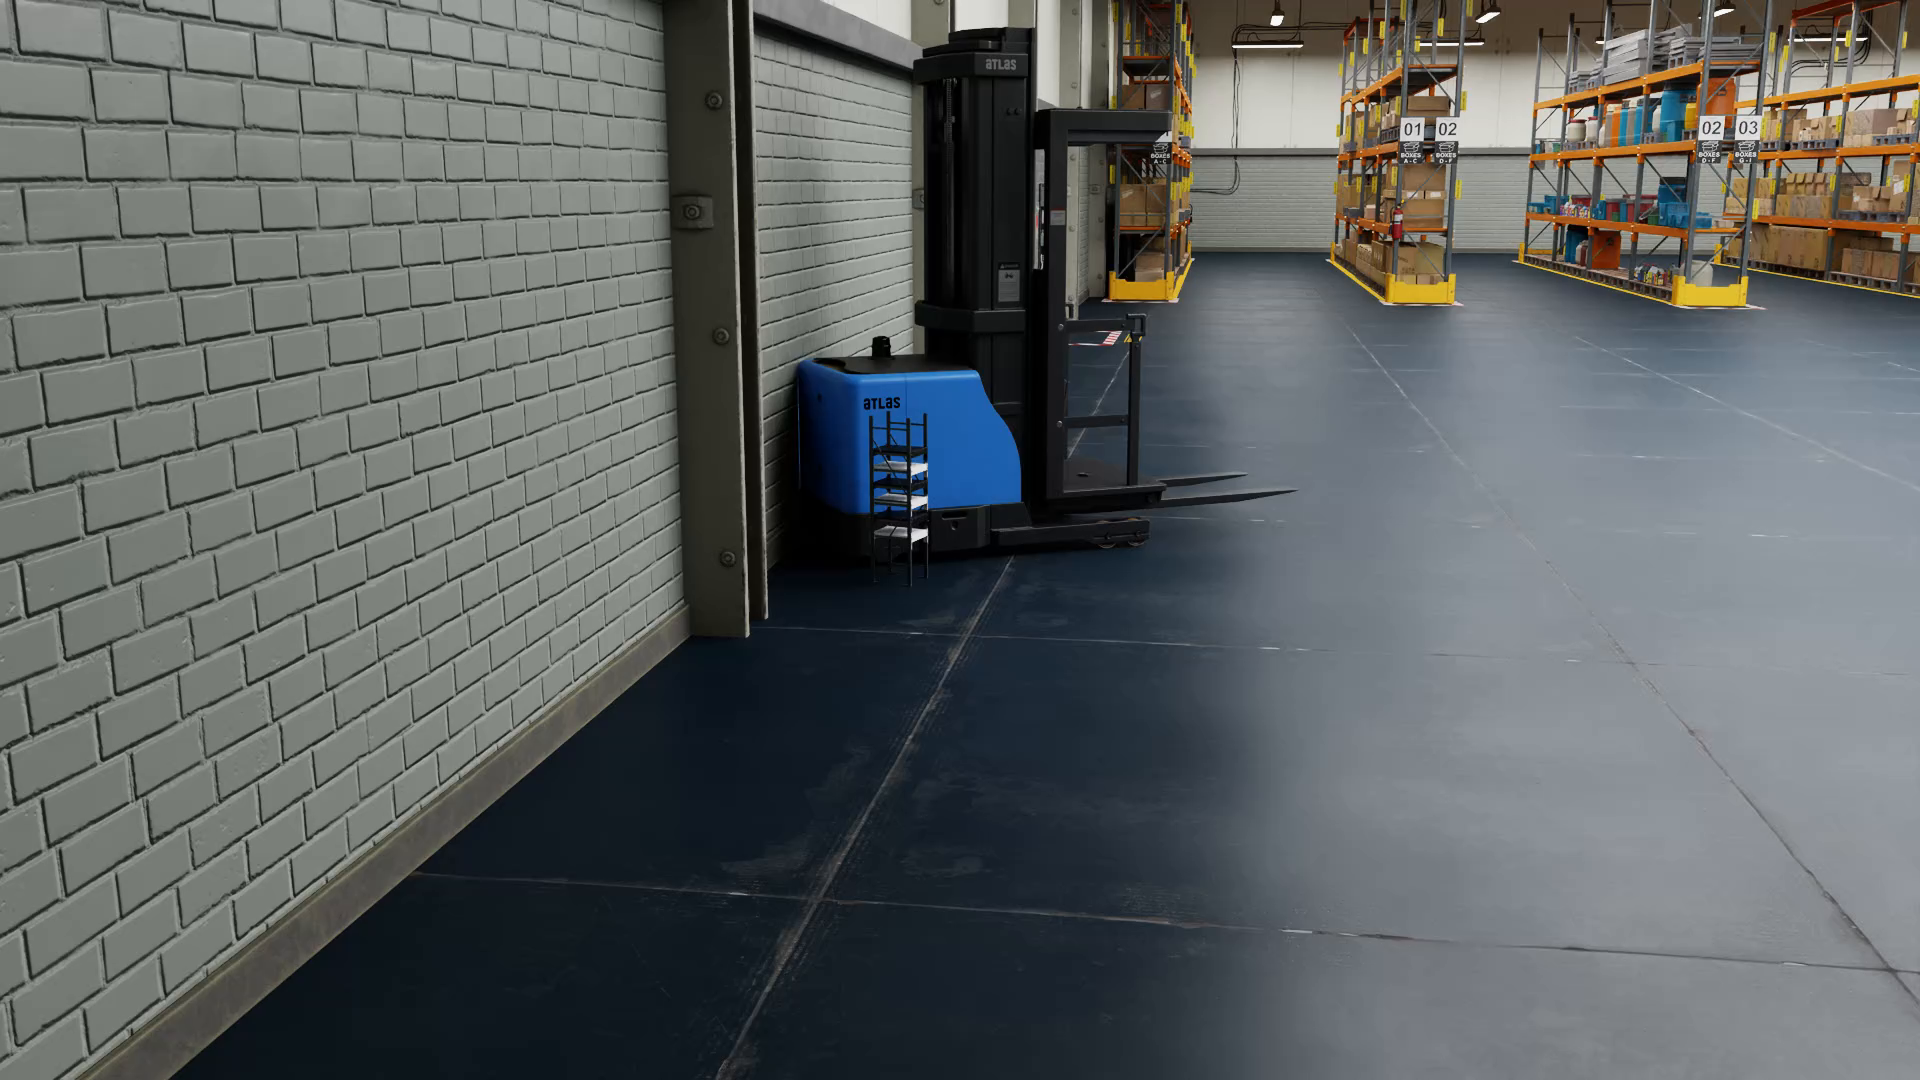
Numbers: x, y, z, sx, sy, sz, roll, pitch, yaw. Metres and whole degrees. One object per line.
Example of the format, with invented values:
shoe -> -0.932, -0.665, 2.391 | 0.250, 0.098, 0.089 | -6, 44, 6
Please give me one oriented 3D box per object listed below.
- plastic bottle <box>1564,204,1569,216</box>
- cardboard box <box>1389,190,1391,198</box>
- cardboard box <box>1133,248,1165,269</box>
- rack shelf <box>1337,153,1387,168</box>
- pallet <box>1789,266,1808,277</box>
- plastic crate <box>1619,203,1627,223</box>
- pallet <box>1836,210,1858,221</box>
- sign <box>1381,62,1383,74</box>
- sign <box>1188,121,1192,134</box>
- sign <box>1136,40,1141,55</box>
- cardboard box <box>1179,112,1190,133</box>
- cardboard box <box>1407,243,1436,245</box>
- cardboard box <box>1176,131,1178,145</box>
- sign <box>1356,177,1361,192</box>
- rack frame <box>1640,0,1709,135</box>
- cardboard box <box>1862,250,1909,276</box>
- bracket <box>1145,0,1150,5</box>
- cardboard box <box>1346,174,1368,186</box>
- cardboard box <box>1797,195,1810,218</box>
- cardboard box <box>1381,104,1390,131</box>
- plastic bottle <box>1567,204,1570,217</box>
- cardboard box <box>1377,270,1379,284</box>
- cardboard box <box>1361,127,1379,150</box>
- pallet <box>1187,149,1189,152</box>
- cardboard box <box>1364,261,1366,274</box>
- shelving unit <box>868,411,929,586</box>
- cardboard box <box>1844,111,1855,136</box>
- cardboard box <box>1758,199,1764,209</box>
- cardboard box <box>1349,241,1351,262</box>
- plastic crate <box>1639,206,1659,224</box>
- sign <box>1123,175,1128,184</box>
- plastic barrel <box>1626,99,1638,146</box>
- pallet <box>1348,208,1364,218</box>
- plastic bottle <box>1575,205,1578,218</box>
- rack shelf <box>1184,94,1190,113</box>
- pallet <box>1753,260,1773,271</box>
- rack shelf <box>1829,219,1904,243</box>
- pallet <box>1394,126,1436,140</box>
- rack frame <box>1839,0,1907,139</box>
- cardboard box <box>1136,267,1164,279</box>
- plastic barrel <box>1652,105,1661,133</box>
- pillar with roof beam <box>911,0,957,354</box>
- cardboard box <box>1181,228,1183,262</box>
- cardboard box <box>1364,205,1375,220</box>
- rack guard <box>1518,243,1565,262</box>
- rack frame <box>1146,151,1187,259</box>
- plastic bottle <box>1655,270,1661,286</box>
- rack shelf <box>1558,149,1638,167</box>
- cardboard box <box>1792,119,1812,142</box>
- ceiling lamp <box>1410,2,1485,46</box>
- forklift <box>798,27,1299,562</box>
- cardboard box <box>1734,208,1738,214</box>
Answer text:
plastic bottle -> 14.438, -7.830, 39.499 | 0.152, 0.276, 0.135 | 2, 12, 9
cardboard box -> 8.391, -6.594, 31.695 | 0.380, 0.149, 0.250 | 2, 12, 7
cardboard box -> 4.049, -5.962, 35.428 | 0.700, 0.500, 0.500 | 2, 12, 8
rack shelf -> 10.355, -9.743, 42.669 | 1.077, 0.370, 4.000 | 2, 12, 9
pallet -> 19.606, -6.109, 37.839 | 1.003, 0.211, 1.213 | 2, 12, 9
plastic crate -> 13.574, -6.617, 33.615 | 0.392, 0.384, 0.575 | 2, 12, 9
pallet -> 19.216, -6.812, 34.936 | 1.213, 0.211, 1.003 | 2, 12, 9
sign -> 11.208, -12.489, 43.991 | 0.100, 0.325, 0.005 | 2, 12, 9
sign -> 5.690, -10.229, 41.242 | 0.100, 0.325, 0.005 | 2, 12, 9
sign -> 3.988, -11.023, 37.187 | 0.100, 0.325, 0.005 | 2, 12, 9
cardboard box -> 5.539, -10.525, 41.931 | 0.500, 0.500, 0.500 | 2, 12, 8
cardboard box -> 8.738, -5.358, 31.485 | 0.500, 0.500, 0.500 | 2, 12, 9
cardboard box -> 3.951, -7.897, 32.110 | 0.500, 0.500, 0.500 | 1, 12, 6
sign -> 8.895, -7.922, 37.072 | 0.100, 0.325, 0.005 | 2, 12, 9
rack frame -> 13.711, -9.318, 31.869 | 1.000, 3.000, 0.127 | 2, 12, 9
cardboard box -> 18.984, -5.676, 34.101 | 0.700, 0.500, 0.500 | 3, 13, 13
bracket -> 4.294, -12.600, 38.554 | 0.076, 0.066, 4.783 | 2, 12, 9
cardboard box -> 9.870, -8.863, 41.389 | 0.500, 0.500, 0.500 | 2, 12, 9
cardboard box -> 19.290, -7.535, 37.598 | 0.500, 0.500, 0.500 | 2, 12, 10
cardboard box -> 8.479, -8.239, 32.417 | 0.500, 0.500, 0.500 | 3, 13, 13
plastic bottle -> 14.327, -7.746, 39.093 | 0.061, 0.283, 0.133 | 2, 12, 9
cardboard box -> 8.212, -5.009, 31.644 | 0.500, 0.250, 0.500 | 2, 12, 9
cardboard box -> 9.466, -8.986, 37.213 | 0.910, 0.500, 0.500 | 2, 12, 9
pallet -> 5.289, -9.964, 42.200 | 1.003, 0.211, 1.213 | 2, 12, 9
cardboard box -> 8.753, -5.715, 34.922 | 0.500, 0.250, 0.500 | 2, 12, 10
shelving unit -> -0.327, -0.224, 8.895 | 0.258, 0.900, 0.210 | 5, 13, 24
cardboard box -> 18.894, -8.727, 34.826 | 0.500, 0.500, 0.500 | 2, 12, 9
cardboard box -> 19.721, -8.170, 40.435 | 0.500, 0.250, 0.500 | 2, 12, 10
cardboard box -> 9.577, -6.897, 39.765 | 0.500, 0.500, 0.500 | 2, 12, 9
plastic crate -> 13.505, -6.250, 32.021 | 0.767, 0.338, 0.504 | 2, 12, 9
sign -> 3.373, -7.289, 33.949 | 0.100, 0.325, 0.005 | 2, 12, 9
plastic barrel -> 13.676, -8.346, 33.288 | 0.600, 0.901, 0.600 | 0, 12, 0
pallet -> 9.468, -7.429, 37.799 | 1.213, 0.211, 1.003 | 2, 12, 9
plastic bottle -> 14.192, -7.563, 38.244 | 0.061, 0.283, 0.133 | 2, 12, 9
rack shelf -> 4.845, -10.341, 39.272 | 1.077, 0.370, 4.000 | 2, 12, 9
pallet -> 20.030, -6.683, 40.501 | 1.003, 0.211, 1.213 | 2, 12, 9
rack shelf -> 18.913, -6.289, 33.764 | 1.077, 0.370, 4.000 | 2, 12, 9
pallet -> 8.337, -7.283, 29.758 | 1.003, 0.211, 1.213 | 2, 12, 9
rack frame -> 19.221, -9.990, 34.988 | 1.000, 3.000, 0.127 | 2, 12, 9
cardboard box -> 3.590, -5.034, 31.569 | 0.500, 0.311, 0.500 | 3, 13, 13
plastic barrel -> 13.451, -8.028, 31.743 | 0.421, 0.512, 0.421 | 0, 12, 0
pillar with roof beam -> 4.045, -5.093, 12.267 | 9.100, 9.000, 0.400 | 2, 12, 9
cardboard box -> 4.921, -7.024, 39.572 | 0.750, 0.750, 0.750 | 2, 12, 8
cardboard box -> 9.104, -7.156, 36.288 | 0.500, 0.311, 0.500 | 2, 12, 8
rack guard -> 15.548, -7.667, 44.381 | 1.175, 0.500, 0.348 | 2, 12, 9
rack frame -> 5.152, -8.371, 41.718 | 1.000, 3.000, 0.127 | 2, 12, 9
plastic bottle -> 12.945, -4.861, 30.833 | 0.061, 0.283, 0.133 | 2, 12, 10
rack shelf -> 14.634, -8.749, 38.057 | 1.077, 0.370, 4.000 | 2, 12, 9
cardboard box -> 19.756, -9.489, 38.552 | 0.700, 0.500, 0.500 | 2, 12, 10
ceiling lamp -> 13.547, -15.307, 45.807 | 2.000, 3.185, 0.800 | 2, 12, 9
forklift -> 0.588, -1.481, 9.906 | 3.031, 2.935, 1.130 | -5, 13, -21
cardboard box -> 19.954, -8.376, 42.333 | 0.380, 0.149, 0.250 | 2, 12, 8
